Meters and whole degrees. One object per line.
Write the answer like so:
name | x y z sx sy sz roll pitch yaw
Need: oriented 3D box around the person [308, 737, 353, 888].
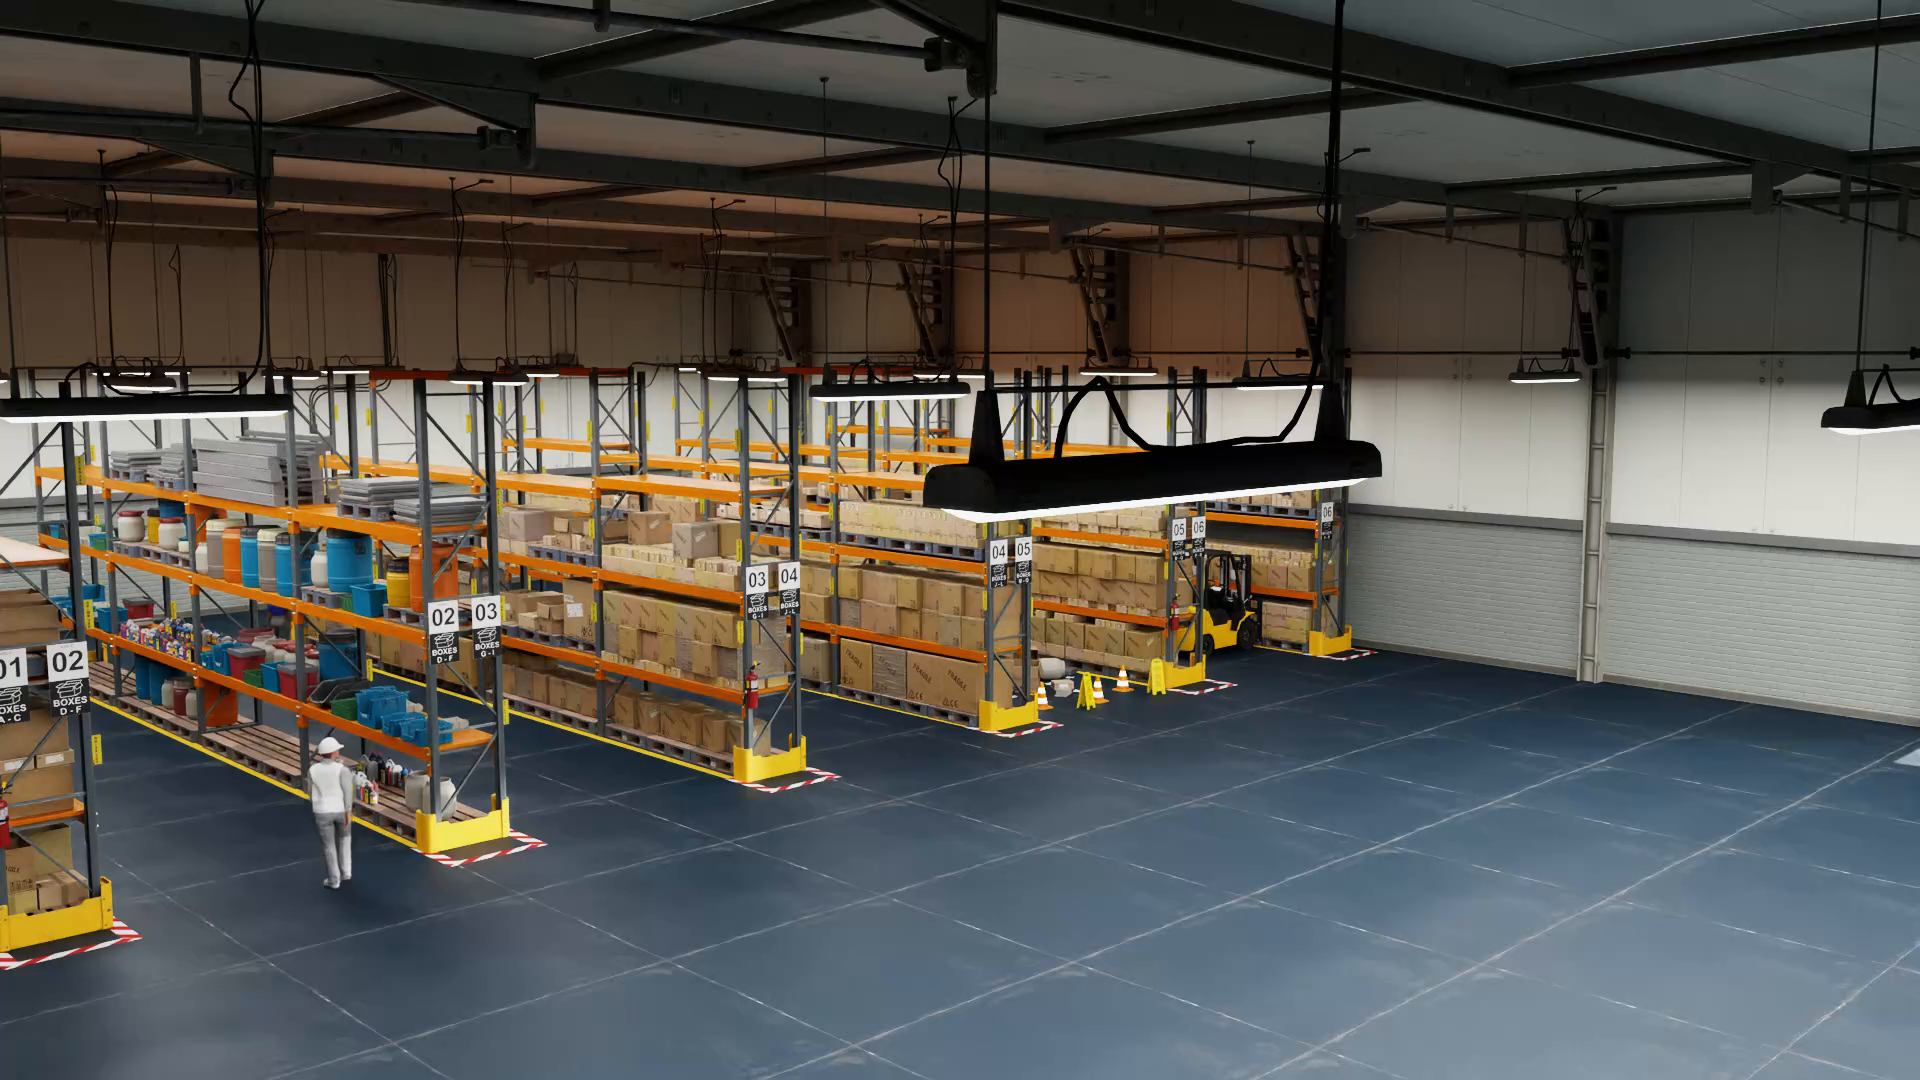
person | -7.458 3.247 19.734 0.478 1.835 0.571 -3 7 -28

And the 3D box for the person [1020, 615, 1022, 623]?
person | 1.228 1.160 38.450 0.676 1.693 0.435 5 8 39

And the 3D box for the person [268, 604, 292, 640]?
person | -13.786 1.723 33.729 0.510 1.657 0.378 2 7 15
